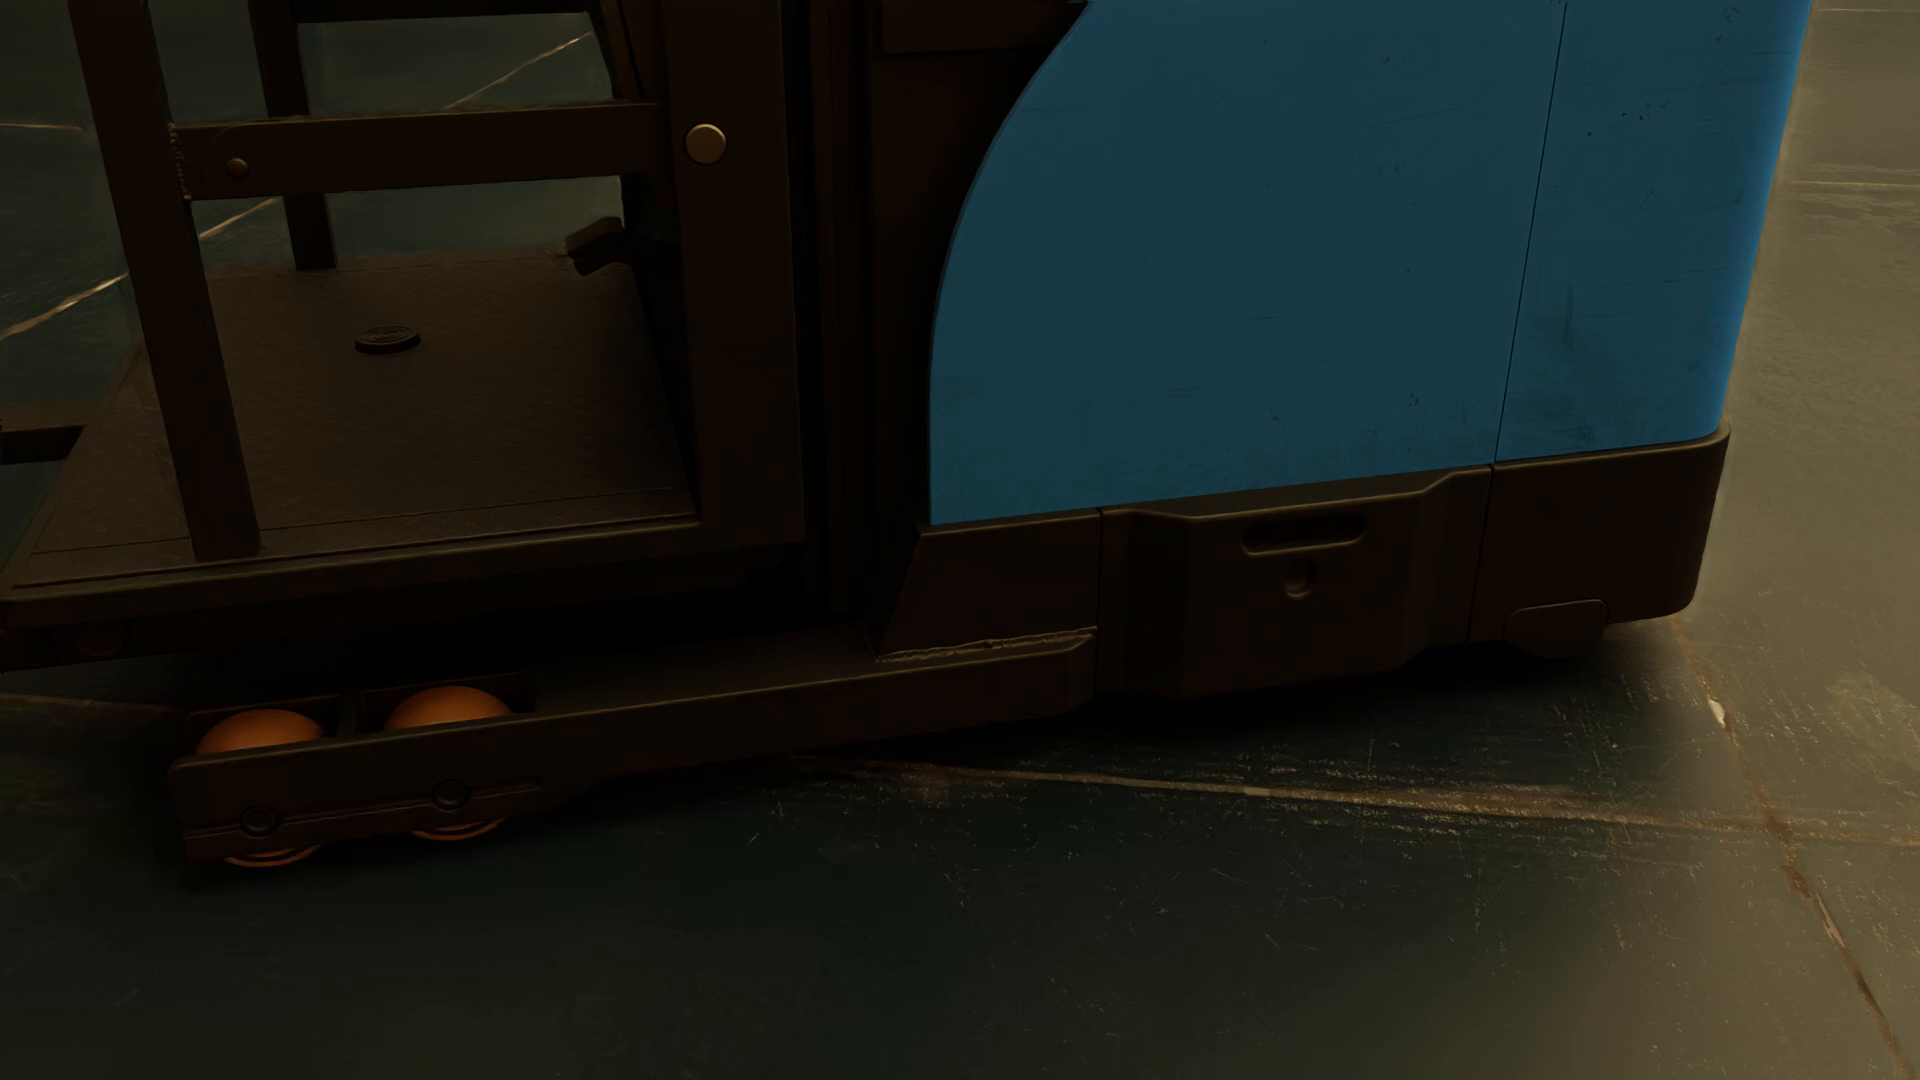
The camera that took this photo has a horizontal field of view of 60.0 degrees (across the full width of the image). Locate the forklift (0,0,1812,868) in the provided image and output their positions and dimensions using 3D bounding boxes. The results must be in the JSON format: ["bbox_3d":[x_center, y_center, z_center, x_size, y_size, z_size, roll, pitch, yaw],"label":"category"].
[{"bbox_3d":[-0.598,-1.220,1.661,3.031,2.935,1.130,-6,27,-13],"label":"forklift"}]
